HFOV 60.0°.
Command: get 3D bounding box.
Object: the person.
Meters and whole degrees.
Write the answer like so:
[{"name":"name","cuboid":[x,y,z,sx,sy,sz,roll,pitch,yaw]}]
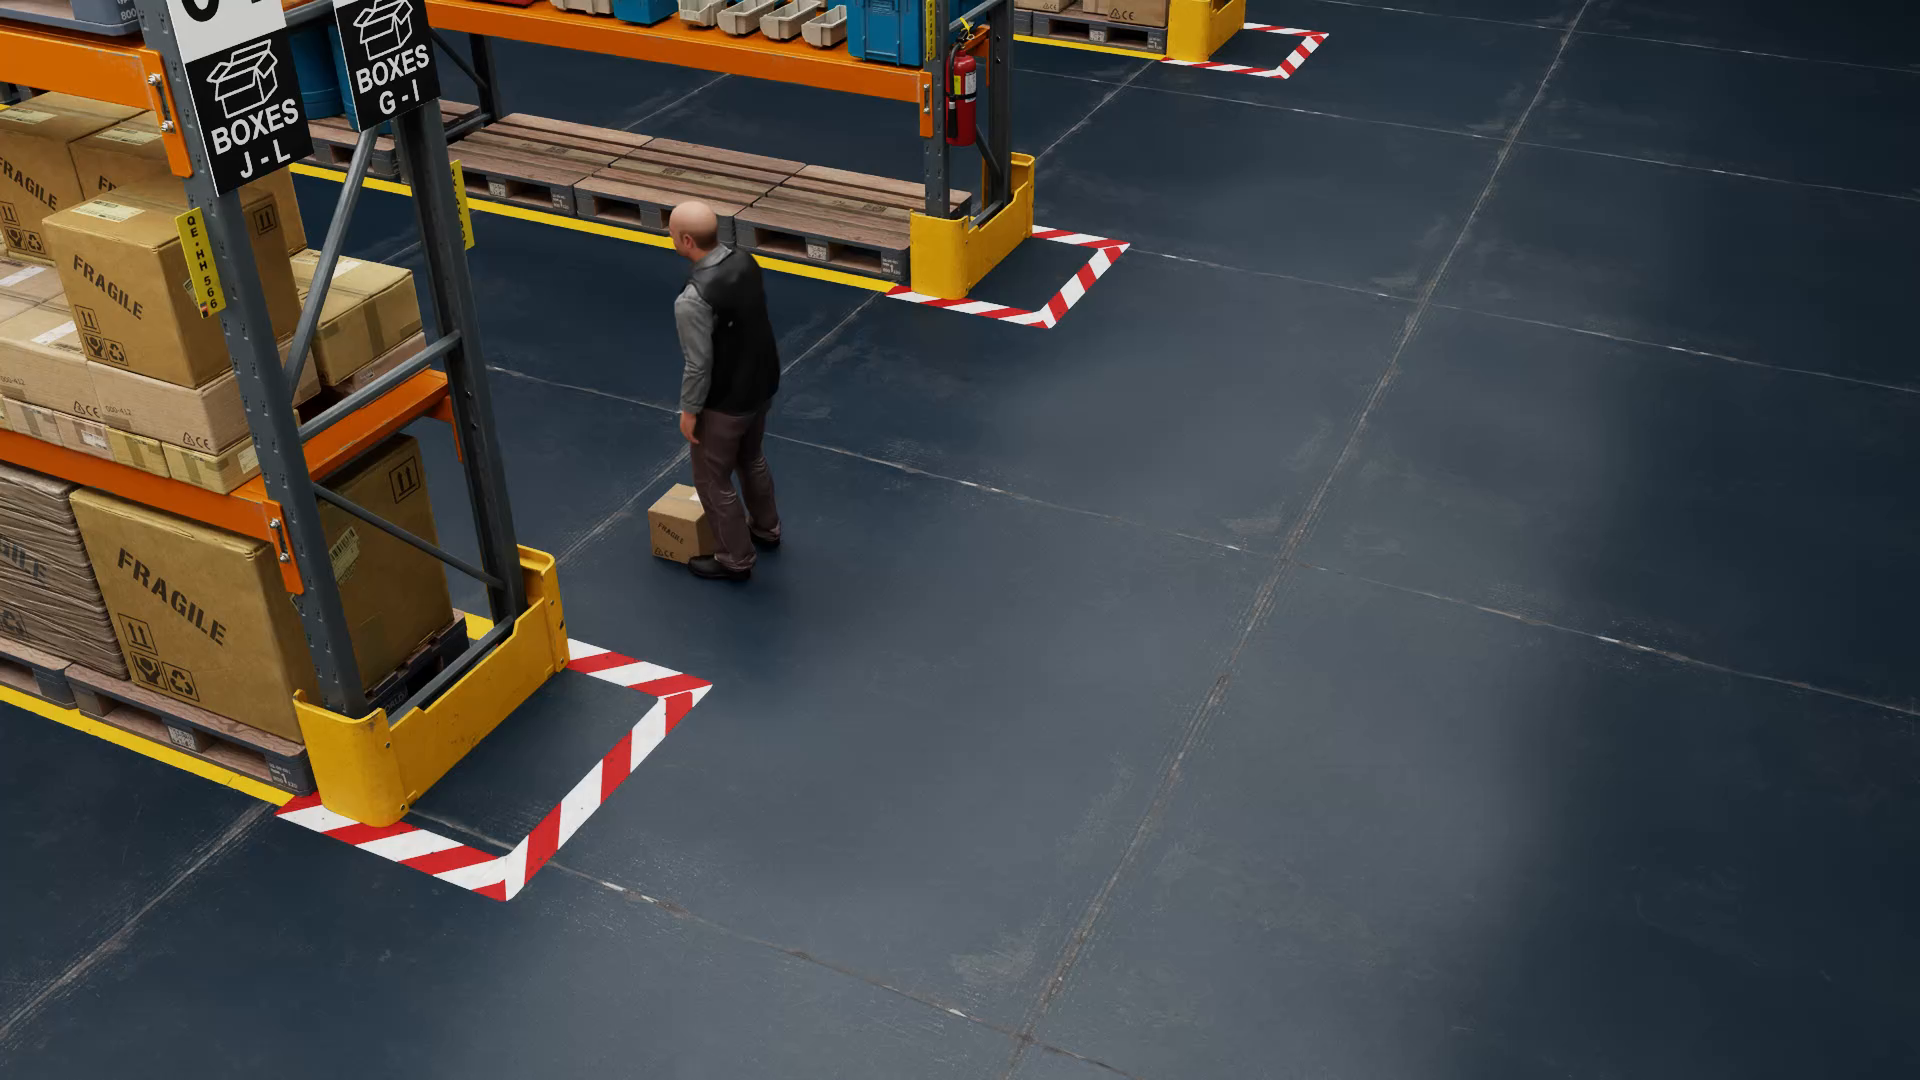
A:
[{"name":"person","cuboid":[-0.993,-0.624,7.106,0.391,1.721,0.582,14,36,20]}]
